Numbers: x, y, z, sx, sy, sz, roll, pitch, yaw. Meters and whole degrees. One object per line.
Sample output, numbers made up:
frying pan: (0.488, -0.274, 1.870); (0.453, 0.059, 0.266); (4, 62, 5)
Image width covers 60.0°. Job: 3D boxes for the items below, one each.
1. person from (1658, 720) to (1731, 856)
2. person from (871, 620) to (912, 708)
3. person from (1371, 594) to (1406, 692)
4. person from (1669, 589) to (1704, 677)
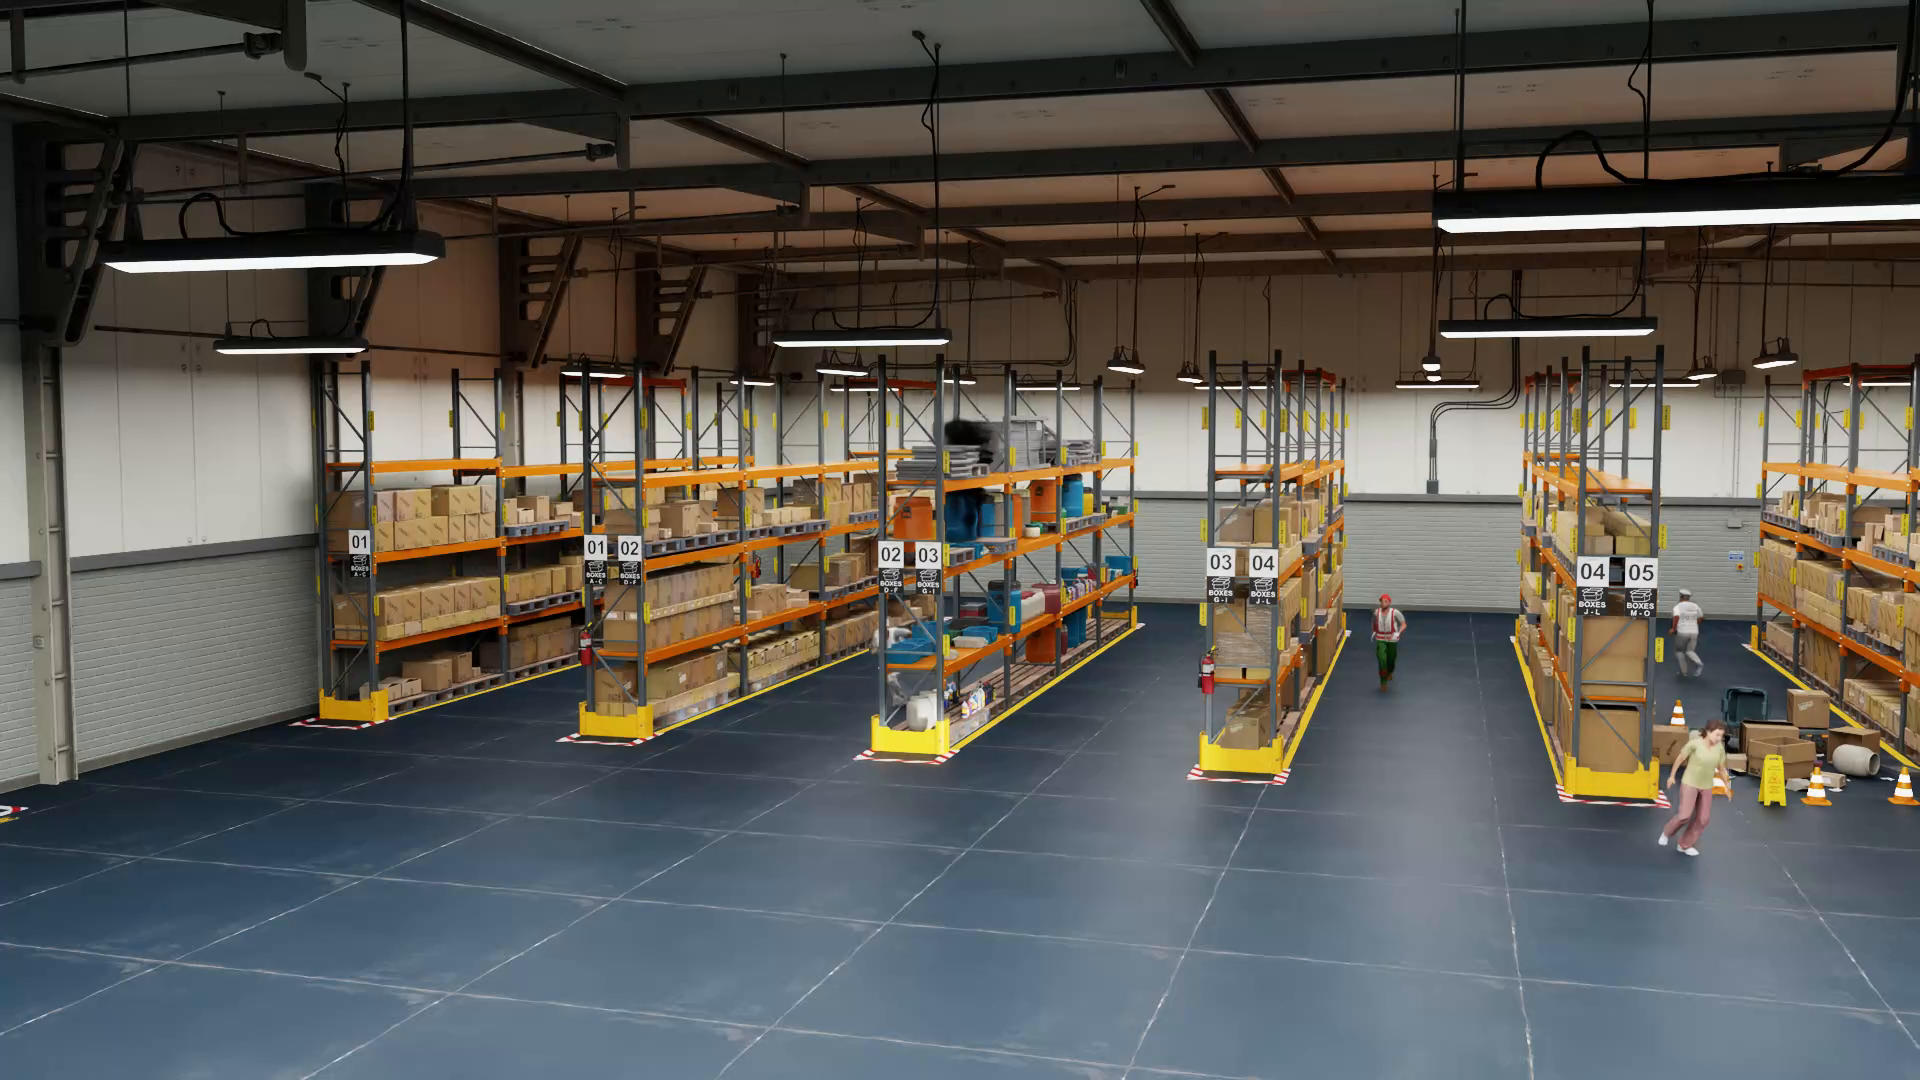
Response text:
person: (8.454, 2.829, 19.117); (0.700, 1.596, 0.597); (0, 4, -3)
person: (-1.155, 2.123, 28.864); (0.715, 1.621, 0.946); (3, 5, 32)
person: (8.011, 1.899, 31.094); (0.649, 1.802, 0.822); (2, 4, 23)
person: (14.234, 1.834, 32.486); (0.660, 1.726, 0.774); (0, 4, -5)
